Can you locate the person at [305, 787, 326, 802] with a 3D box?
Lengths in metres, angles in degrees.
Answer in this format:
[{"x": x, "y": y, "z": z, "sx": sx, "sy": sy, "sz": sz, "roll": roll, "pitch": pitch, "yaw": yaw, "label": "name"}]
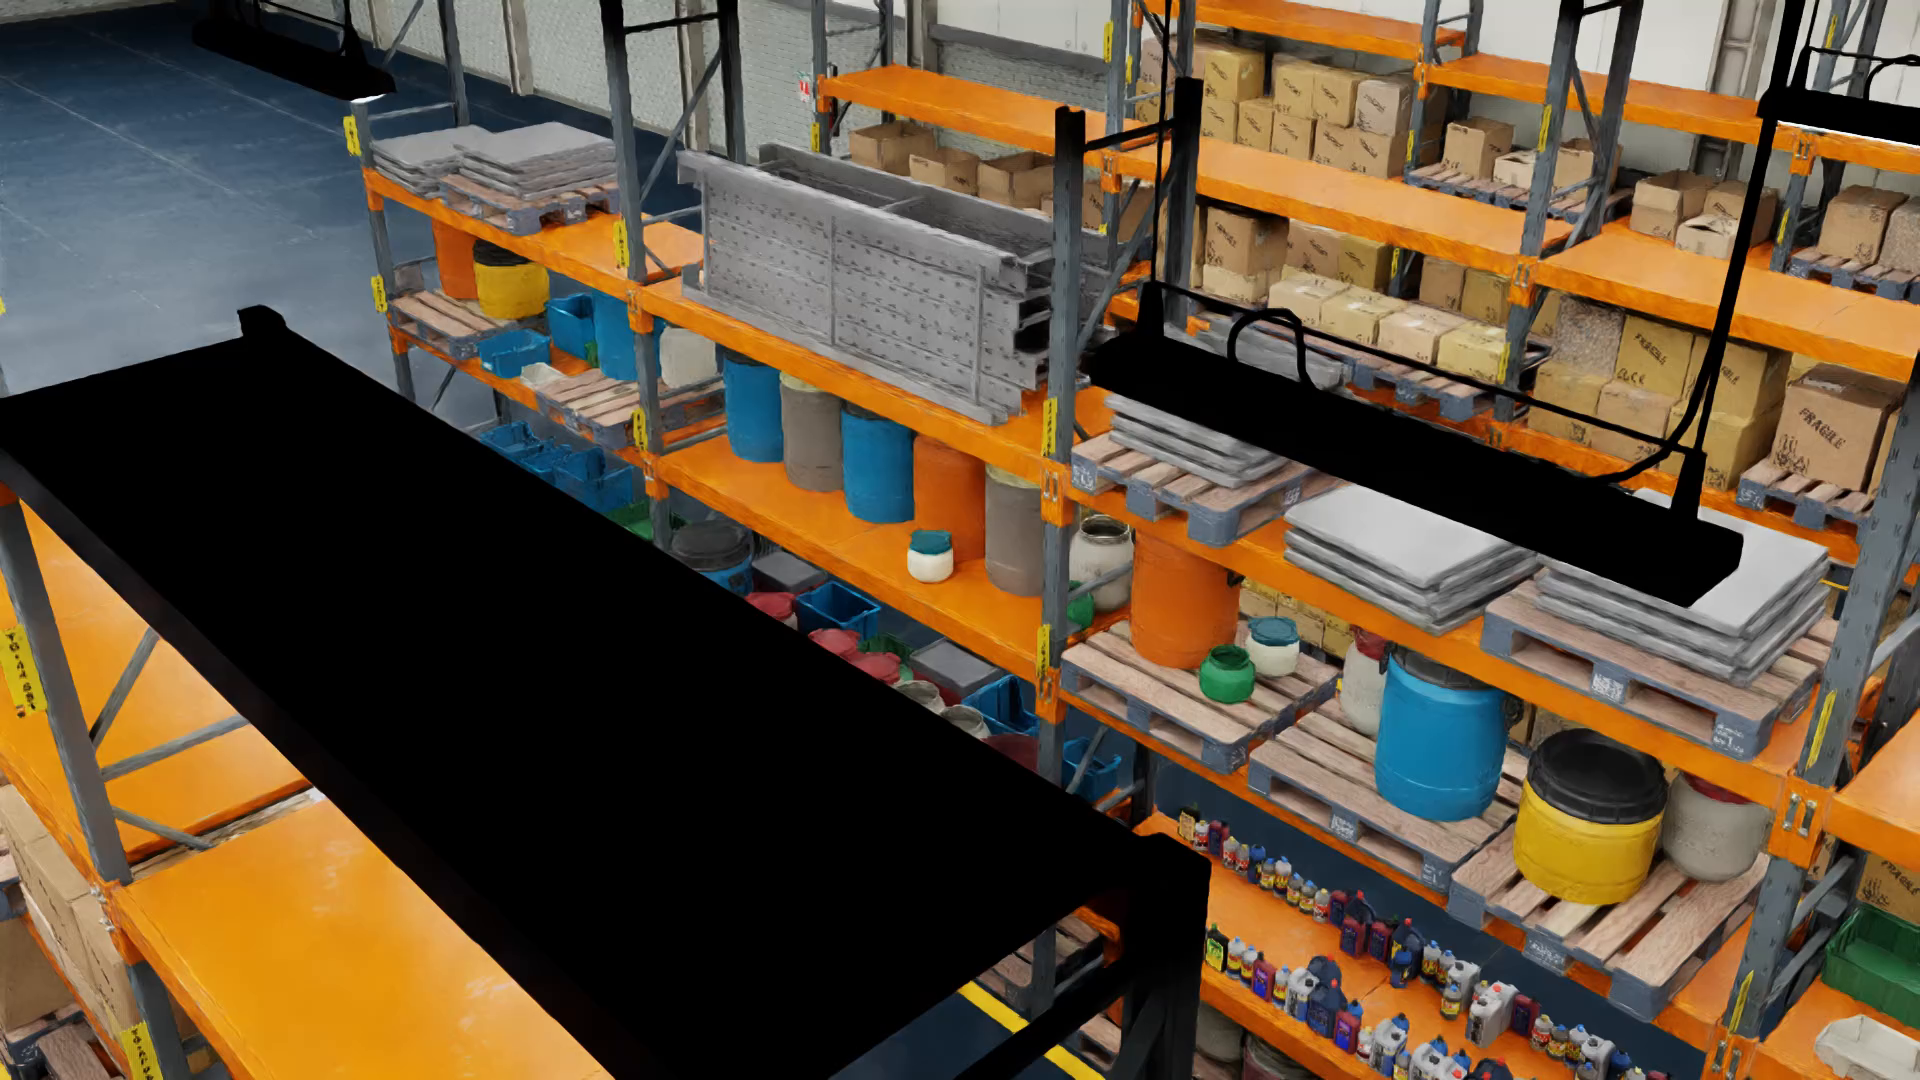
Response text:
[{"x": -4.393, "y": 2.035, "z": 11.221, "sx": 0.544, "sy": 1.683, "sz": 1.100, "roll": -22, "pitch": 35, "yaw": -34, "label": "person"}]
